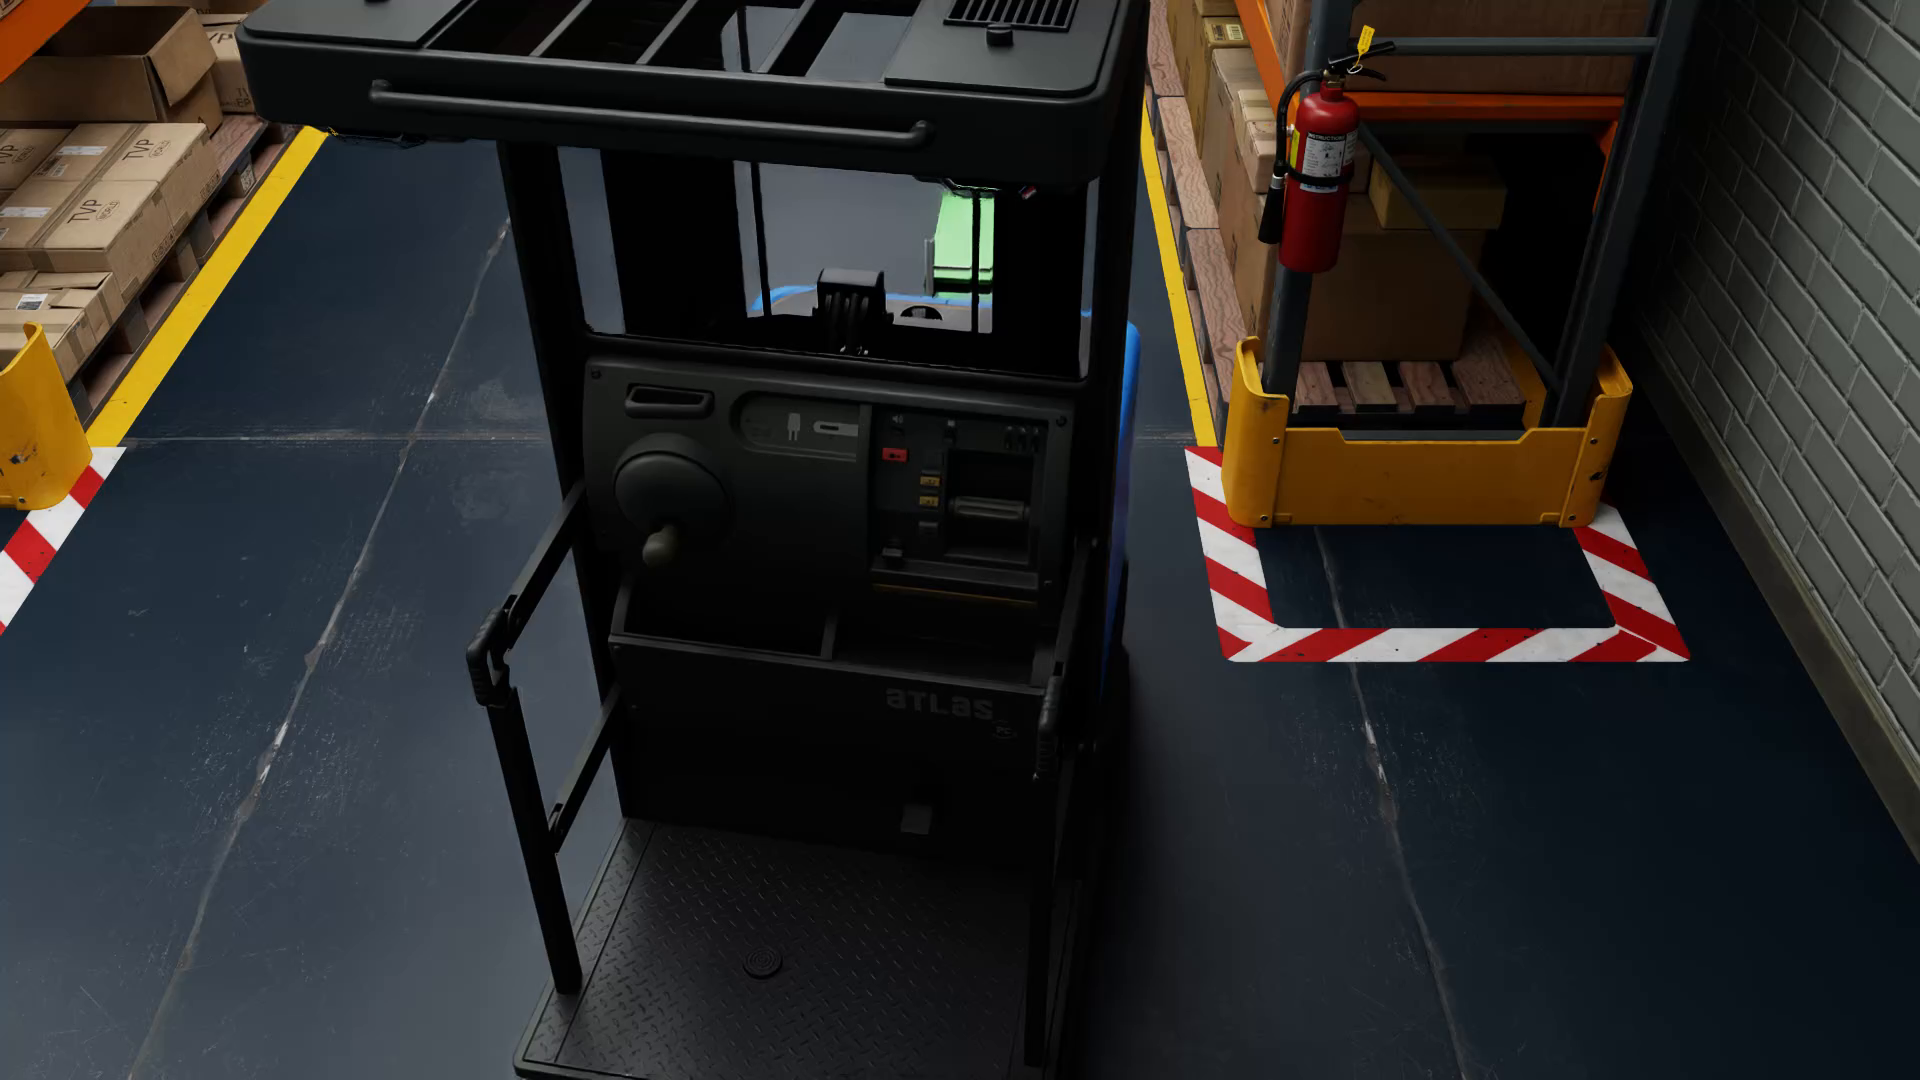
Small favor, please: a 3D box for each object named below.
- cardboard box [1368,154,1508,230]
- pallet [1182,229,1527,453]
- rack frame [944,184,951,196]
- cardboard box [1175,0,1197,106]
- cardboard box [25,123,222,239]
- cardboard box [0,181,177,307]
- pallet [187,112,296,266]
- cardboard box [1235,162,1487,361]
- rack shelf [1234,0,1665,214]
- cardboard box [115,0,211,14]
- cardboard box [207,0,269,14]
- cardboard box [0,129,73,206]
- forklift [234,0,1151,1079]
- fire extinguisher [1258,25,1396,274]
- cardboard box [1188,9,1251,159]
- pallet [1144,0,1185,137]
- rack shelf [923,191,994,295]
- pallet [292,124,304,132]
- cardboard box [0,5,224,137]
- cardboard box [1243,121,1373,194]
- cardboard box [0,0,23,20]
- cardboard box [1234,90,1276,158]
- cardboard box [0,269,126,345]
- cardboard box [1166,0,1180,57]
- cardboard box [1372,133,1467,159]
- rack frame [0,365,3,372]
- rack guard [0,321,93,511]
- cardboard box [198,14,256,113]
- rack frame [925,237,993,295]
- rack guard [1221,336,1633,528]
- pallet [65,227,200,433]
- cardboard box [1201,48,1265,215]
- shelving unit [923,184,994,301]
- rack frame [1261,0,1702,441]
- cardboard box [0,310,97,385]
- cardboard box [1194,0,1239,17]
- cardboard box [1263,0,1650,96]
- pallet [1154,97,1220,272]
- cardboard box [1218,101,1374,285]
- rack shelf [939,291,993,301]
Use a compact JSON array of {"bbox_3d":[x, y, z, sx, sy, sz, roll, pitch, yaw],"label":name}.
[{"bbox_3d":[1.550,-1.133,5.410,0.380,0.149,0.250,0,39,0],"label":"cardboard box"},{"bbox_3d":[1.372,-0.744,6.010,1.003,0.211,1.213,0,39,0],"label":"pallet"},{"bbox_3d":[0.074,-0.612,5.054,0.240,1.200,0.015,3,39,4],"label":"rack frame"},{"bbox_3d":[1.342,-2.240,7.310,0.700,0.500,0.500,0,39,-1],"label":"cardboard box"},{"bbox_3d":[-3.221,-1.391,6.434,0.500,0.250,0.500,0,39,0],"label":"cardboard box"},{"bbox_3d":[-3.220,-1.078,6.043,0.500,0.250,0.500,0,39,0],"label":"cardboard box"},{"bbox_3d":[-3.503,-1.545,7.010,1.003,0.211,1.213,0,39,0],"label":"pallet"},{"bbox_3d":[1.350,-0.958,5.710,0.700,0.500,0.500,0,39,0],"label":"cardboard box"},{"bbox_3d":[1.449,-2.302,6.299,1.077,0.370,4.000,0,39,0],"label":"rack shelf"},{"bbox_3d":[-3.723,-2.688,8.003,0.500,0.311,0.500,0,39,0],"label":"cardboard box"},{"bbox_3d":[-3.223,-2.668,7.828,0.500,0.500,0.500,0,39,0],"label":"cardboard box"},{"bbox_3d":[-3.721,-1.359,6.394,0.500,0.250,0.500,0,39,0],"label":"cardboard box"},{"bbox_3d":[-0.291,-0.036,2.951,1.130,2.935,3.031,6,39,8],"label":"forklift"},{"bbox_3d":[0.990,-1.062,4.536,0.296,0.674,0.183,0,39,0],"label":"fire extinguisher"},{"bbox_3d":[1.340,-1.919,6.909,0.700,0.500,0.500,1,39,1],"label":"cardboard box"},{"bbox_3d":[1.369,-2.270,7.914,1.003,0.211,1.213,0,39,0],"label":"pallet"},{"bbox_3d":[0.052,-0.784,4.604,0.258,0.148,0.480,3,39,4],"label":"rack shelf"},{"bbox_3d":[-3.507,-2.310,7.964,1.003,0.211,1.213,0,39,0],"label":"pallet"},{"bbox_3d":[-3.500,-1.850,6.805,0.797,0.503,0.637,0,39,0],"label":"cardboard box"},{"bbox_3d":[1.168,-1.292,5.607,0.380,0.149,0.250,0,39,-1],"label":"cardboard box"},{"bbox_3d":[-3.245,-1.966,5.224,0.500,0.500,0.500,0,39,0],"label":"cardboard box"},{"bbox_3d":[1.167,-1.451,5.807,0.380,0.149,0.250,1,39,1],"label":"cardboard box"},{"bbox_3d":[-3.160,-0.811,5.777,0.380,0.166,0.250,0,39,0],"label":"cardboard box"},{"bbox_3d":[1.345,-2.554,7.702,0.700,0.500,0.500,0,39,1],"label":"cardboard box"},{"bbox_3d":[1.549,-1.450,5.805,0.380,0.149,0.250,0,39,0],"label":"cardboard box"},{"bbox_3d":[-3.503,-1.326,4.506,1.000,3.000,0.127,0,39,0],"label":"rack frame"},{"bbox_3d":[-3.503,-0.398,5.347,1.175,0.500,0.348,0,39,0],"label":"rack guard"},{"bbox_3d":[-3.222,-2.125,7.301,0.500,0.311,0.500,0,39,0],"label":"cardboard box"},{"bbox_3d":[0.030,-0.308,4.674,0.240,1.200,0.015,3,39,4],"label":"rack frame"},{"bbox_3d":[1.451,-0.342,5.277,1.175,0.500,0.348,0,39,0],"label":"rack guard"},{"bbox_3d":[-3.505,-0.784,6.060,1.003,0.211,1.213,0,39,0],"label":"pallet"},{"bbox_3d":[1.348,-1.586,6.493,0.700,0.500,0.500,-1,39,-2],"label":"cardboard box"},{"bbox_3d":[0.052,-0.460,4.864,0.258,1.200,0.503,3,39,4],"label":"shelving unit"},{"bbox_3d":[1.451,-1.332,4.514,1.000,3.000,0.127,0,39,0],"label":"rack frame"},{"bbox_3d":[-3.159,-0.648,5.587,0.380,0.149,0.250,0,39,0],"label":"cardboard box"},{"bbox_3d":[1.163,-2.267,6.824,0.380,0.149,0.250,-1,39,-1],"label":"cardboard box"},{"bbox_3d":[1.440,-1.768,4.818,0.980,0.700,0.700,2,39,2],"label":"cardboard box"},{"bbox_3d":[1.373,-1.505,6.959,1.003,0.211,1.213,0,39,0],"label":"pallet"},{"bbox_3d":[1.350,-1.271,6.101,0.700,0.500,0.500,0,39,0],"label":"cardboard box"},{"bbox_3d":[0.052,-0.597,4.754,0.258,0.148,0.480,3,39,4],"label":"rack shelf"}]
